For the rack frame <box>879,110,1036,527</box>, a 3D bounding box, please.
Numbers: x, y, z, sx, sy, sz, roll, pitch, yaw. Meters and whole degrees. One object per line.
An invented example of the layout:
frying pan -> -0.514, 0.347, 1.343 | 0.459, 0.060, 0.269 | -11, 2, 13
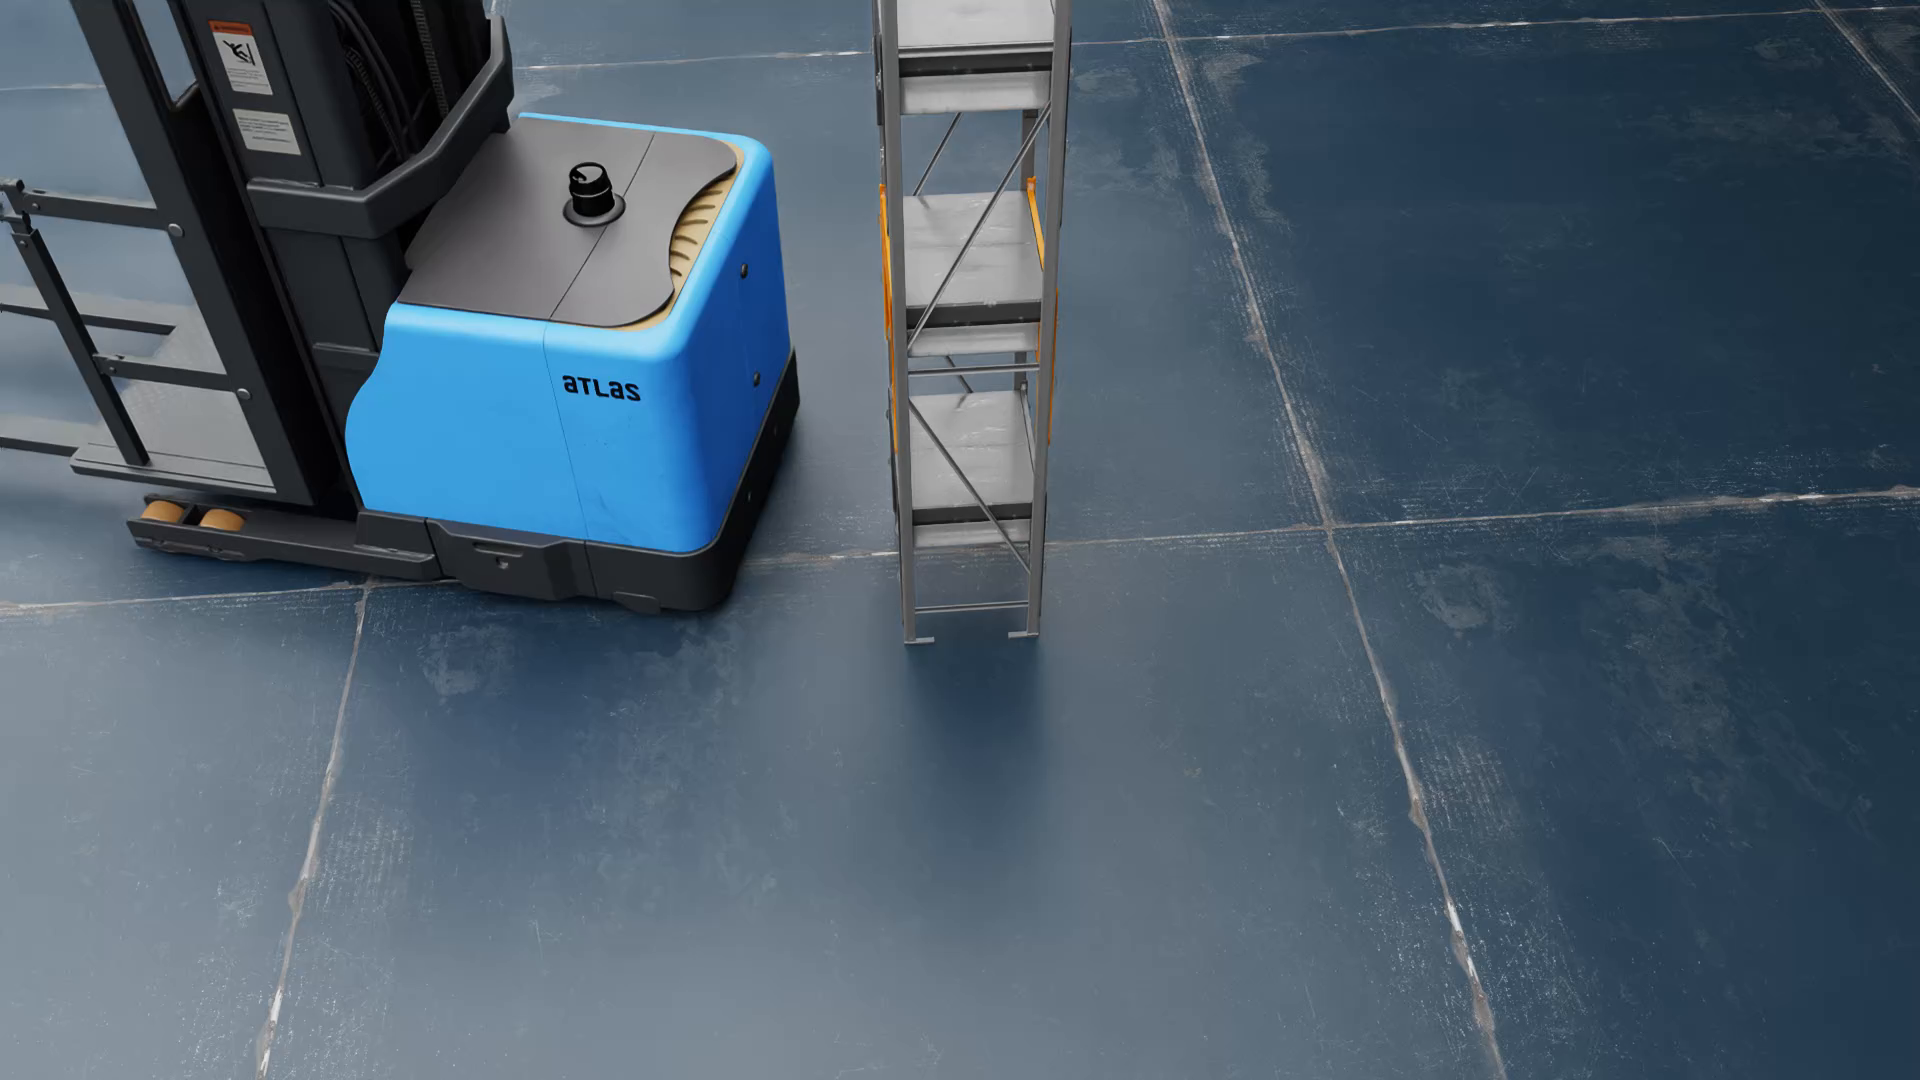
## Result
rack frame -> -0.007, -0.779, 4.541 | 0.400, 2.100, 0.015 | -3, 47, -3

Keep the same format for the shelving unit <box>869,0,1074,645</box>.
shelving unit -> 0.014, -0.602, 4.374 | 0.431, 2.100, 0.503 | -3, 47, -3

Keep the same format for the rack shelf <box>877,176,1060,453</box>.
rack shelf -> 0.014, -0.593, 4.384 | 0.431, 0.518, 0.480 | -3, 47, -3

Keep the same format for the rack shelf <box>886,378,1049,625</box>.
rack shelf -> 0.014, -0.112, 4.892 | 0.431, 0.518, 0.480 | -3, 47, -3

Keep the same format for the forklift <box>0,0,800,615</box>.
forklift -> -2.106, -1.312, 4.474 | 3.031, 2.935, 1.130 | 8, 47, 7

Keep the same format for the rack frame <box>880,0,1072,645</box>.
rack frame -> 0.034, -0.426, 4.207 | 0.400, 2.100, 0.015 | -3, 47, -3

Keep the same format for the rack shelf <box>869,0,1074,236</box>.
rack shelf -> 0.014, -1.074, 3.876 | 0.431, 0.518, 0.480 | -3, 47, -3
